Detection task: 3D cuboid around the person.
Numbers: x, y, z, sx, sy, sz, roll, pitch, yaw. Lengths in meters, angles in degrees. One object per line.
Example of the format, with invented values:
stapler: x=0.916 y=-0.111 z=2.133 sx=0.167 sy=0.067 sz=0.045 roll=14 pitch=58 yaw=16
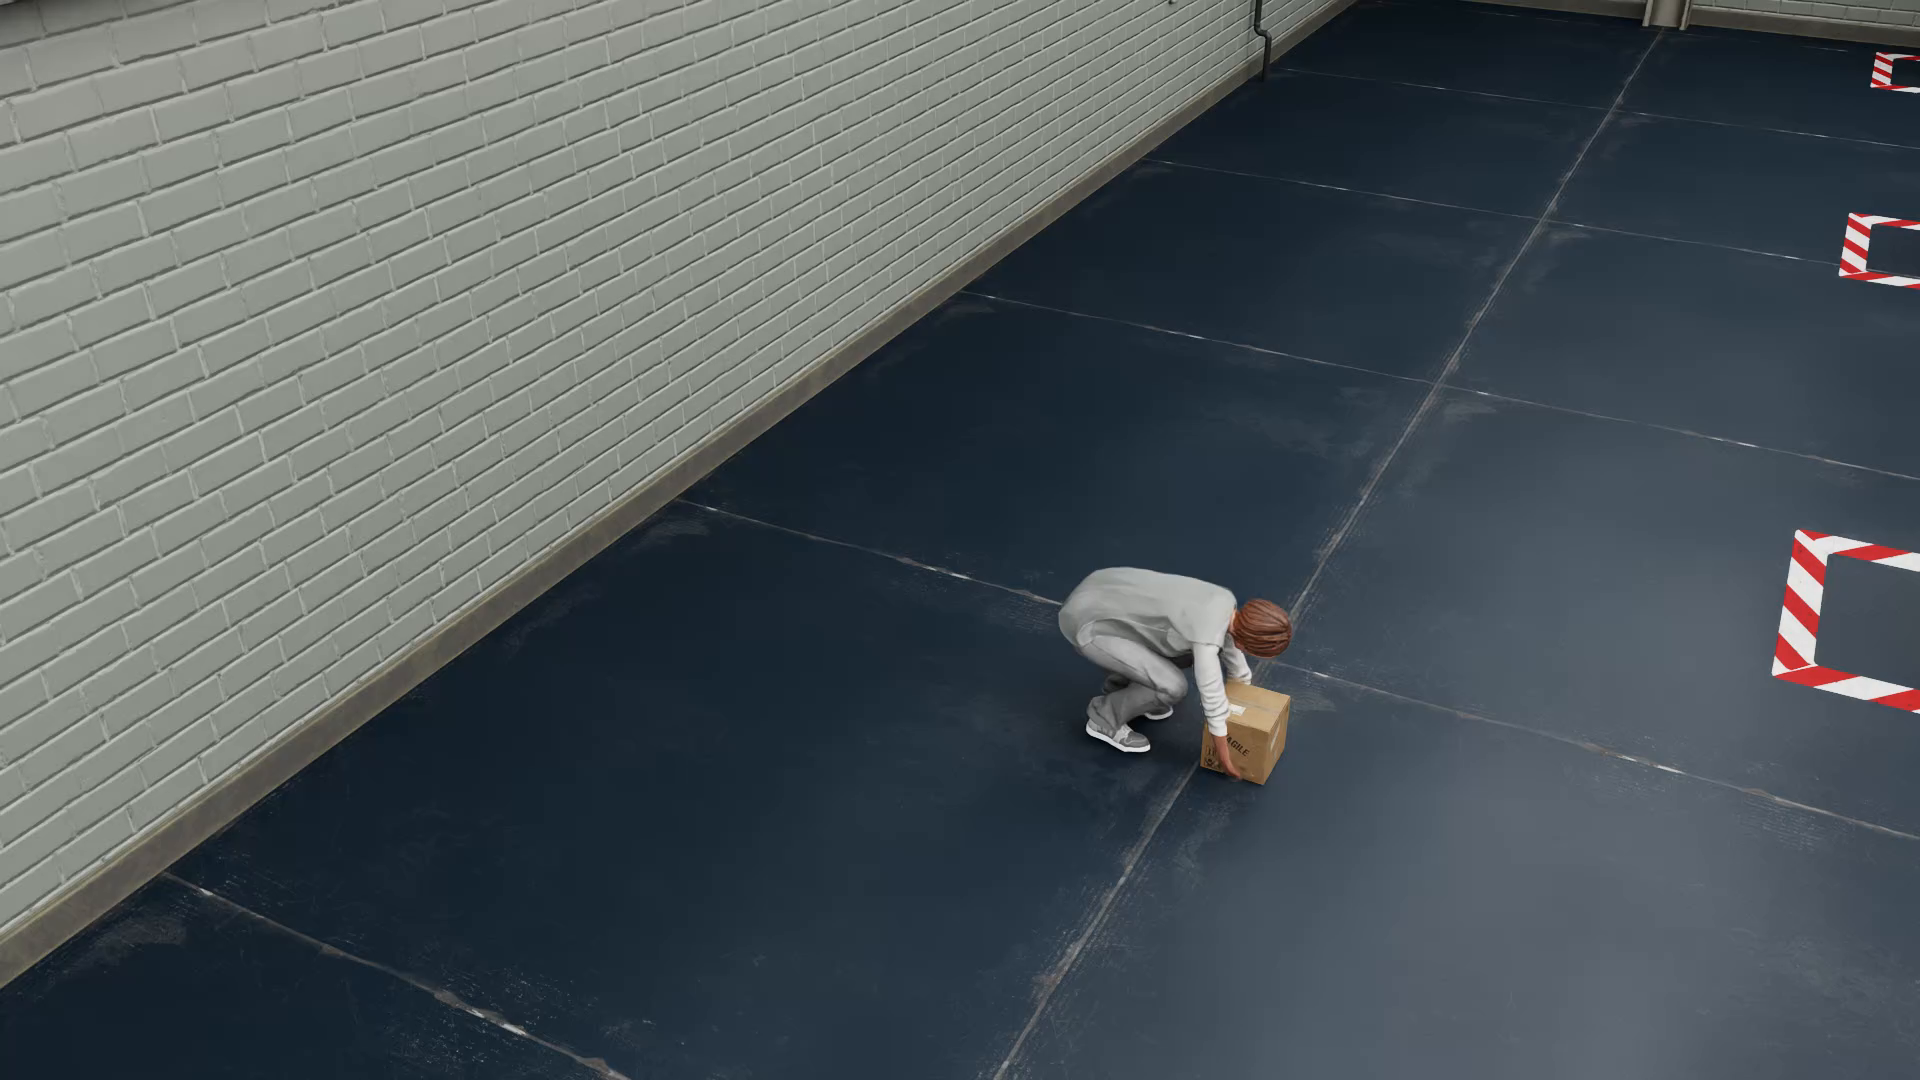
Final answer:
person: x=0.708 y=0.049 z=6.063 sx=0.497 sy=1.588 sz=0.406 roll=15 pitch=34 yaw=23
